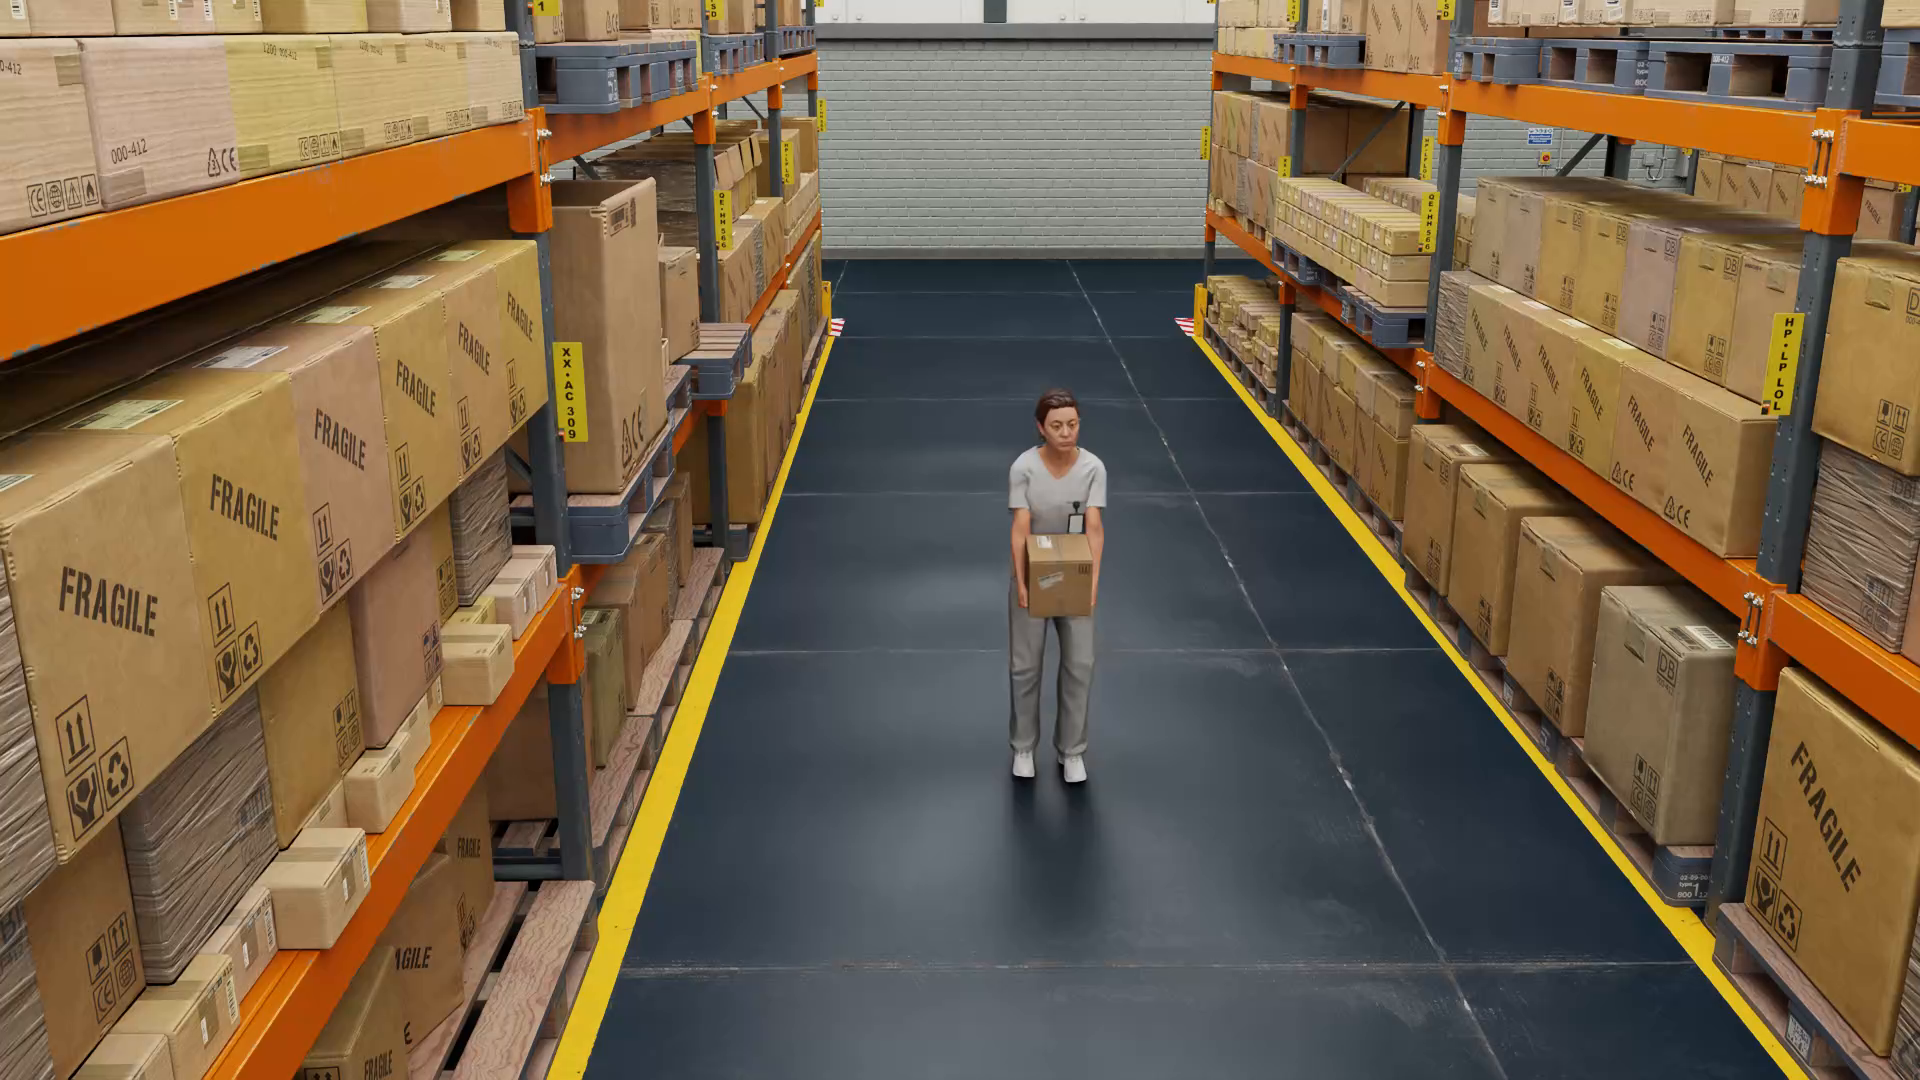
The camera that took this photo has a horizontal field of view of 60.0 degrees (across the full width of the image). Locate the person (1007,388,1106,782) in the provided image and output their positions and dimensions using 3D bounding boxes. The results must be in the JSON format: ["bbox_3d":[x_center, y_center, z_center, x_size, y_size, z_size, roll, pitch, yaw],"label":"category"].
[{"bbox_3d":[0.400,0.206,6.910,0.411,1.666,0.504,-1,17,-2],"label":"person"}]
